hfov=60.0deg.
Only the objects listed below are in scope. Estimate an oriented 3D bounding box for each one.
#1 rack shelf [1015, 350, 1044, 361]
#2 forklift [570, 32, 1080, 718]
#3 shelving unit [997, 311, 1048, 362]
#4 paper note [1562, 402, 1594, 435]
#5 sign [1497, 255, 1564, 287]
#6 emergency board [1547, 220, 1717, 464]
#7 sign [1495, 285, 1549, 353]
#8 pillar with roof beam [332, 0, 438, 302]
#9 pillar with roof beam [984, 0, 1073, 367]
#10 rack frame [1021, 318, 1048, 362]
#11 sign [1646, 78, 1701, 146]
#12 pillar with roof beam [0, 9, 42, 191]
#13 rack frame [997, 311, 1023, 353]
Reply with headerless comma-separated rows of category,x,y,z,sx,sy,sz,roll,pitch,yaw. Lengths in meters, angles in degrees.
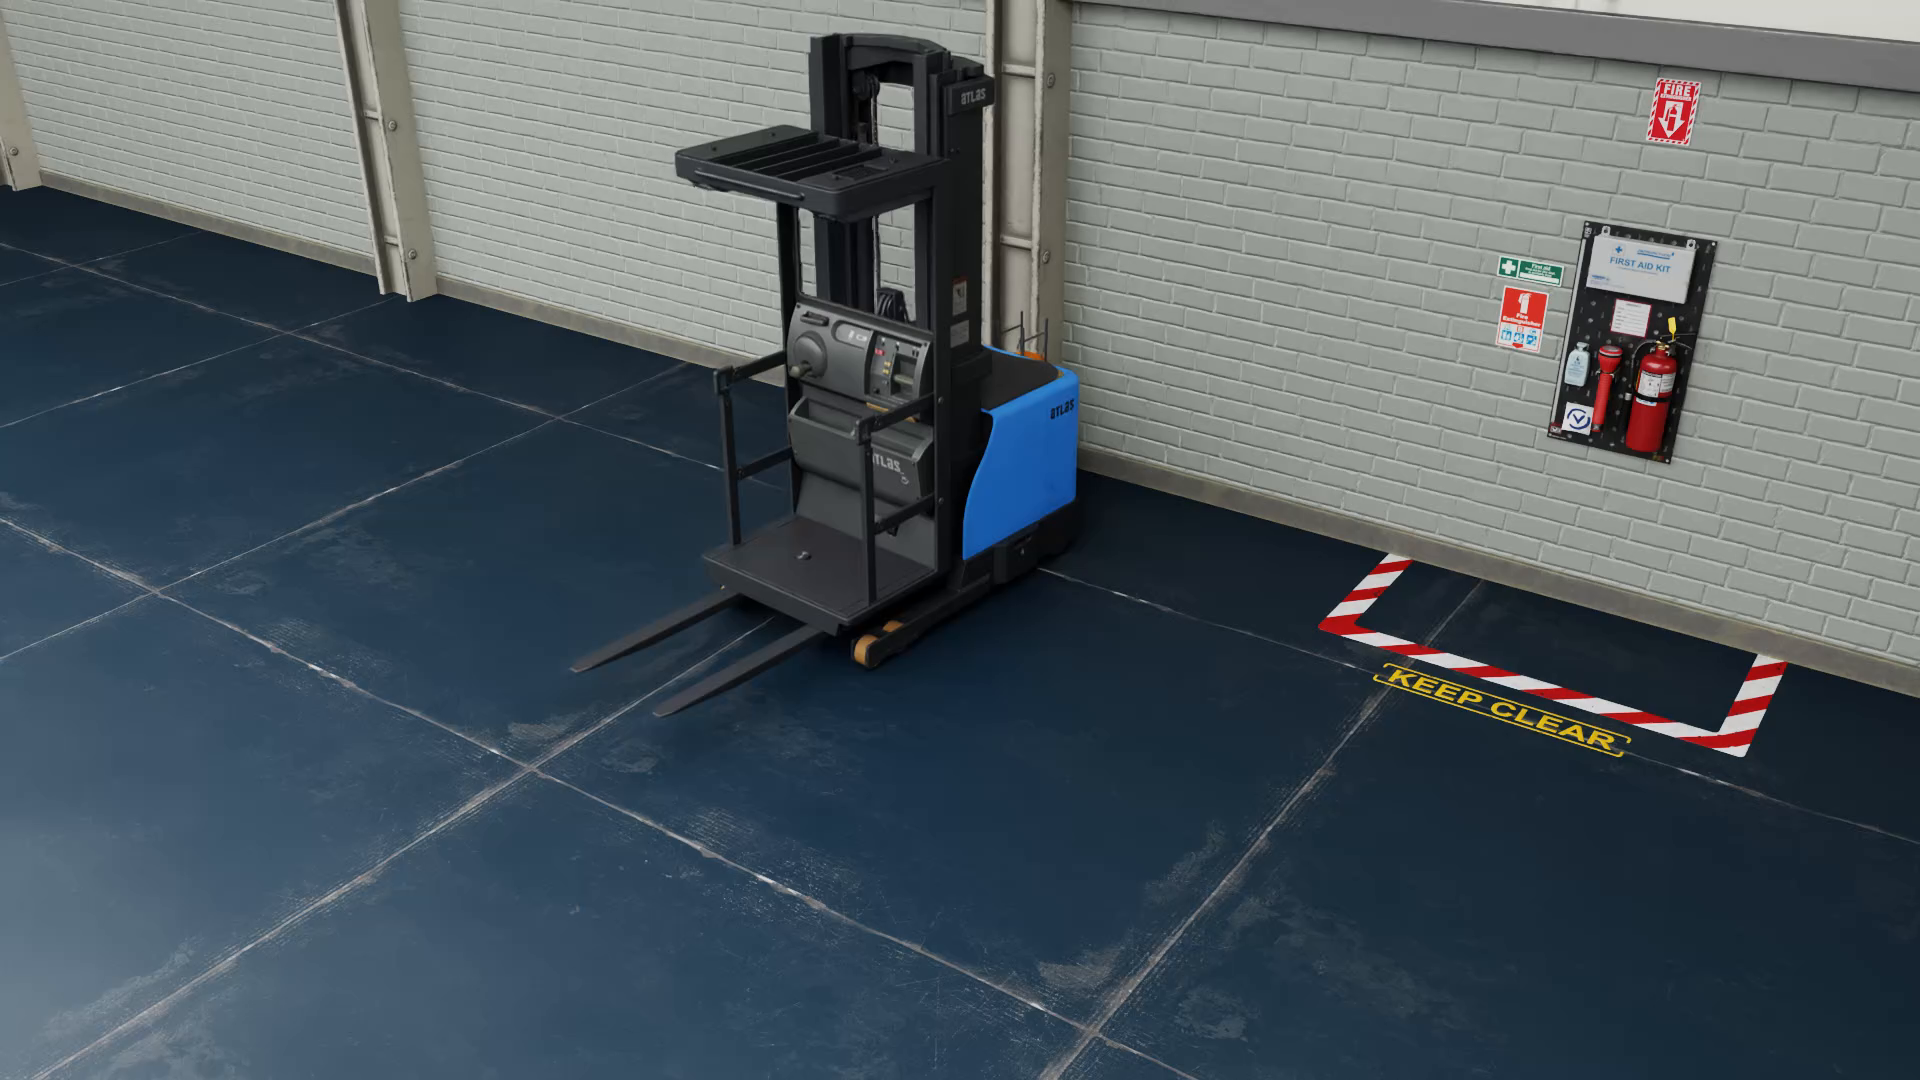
rack shelf,0.361,-1.021,9.736,0.180,0.103,0.258,21,34,35
forklift,-0.657,-0.913,8.312,1.130,2.935,3.031,21,34,35
shelving unit,0.361,-0.739,9.879,0.189,1.200,0.258,21,34,35
paper note,3.217,-0.631,8.655,0.142,0.148,0.016,17,32,30
sign,2.925,-1.381,8.533,0.331,0.109,0.001,17,32,30
emergency board,3.324,-0.953,8.315,0.643,1.169,0.194,17,32,30
sign,2.927,-1.149,8.662,0.234,0.329,0.001,17,32,30
pillar with roof beam,-6.989,-4.450,8.572,0.400,9.000,9.100,17,32,30
pillar with roof beam,-2.044,-2.909,5.544,0.400,9.000,9.100,17,32,30
rack frame,0.431,-0.712,9.826,0.006,1.200,0.240,21,34,35
sign,3.374,-2.025,7.867,0.199,0.298,0.001,17,32,30
pillar with roof beam,-11.935,-5.990,11.599,0.400,9.000,9.100,17,32,30
rack frame,0.291,-0.766,9.932,0.006,1.200,0.240,21,34,35
